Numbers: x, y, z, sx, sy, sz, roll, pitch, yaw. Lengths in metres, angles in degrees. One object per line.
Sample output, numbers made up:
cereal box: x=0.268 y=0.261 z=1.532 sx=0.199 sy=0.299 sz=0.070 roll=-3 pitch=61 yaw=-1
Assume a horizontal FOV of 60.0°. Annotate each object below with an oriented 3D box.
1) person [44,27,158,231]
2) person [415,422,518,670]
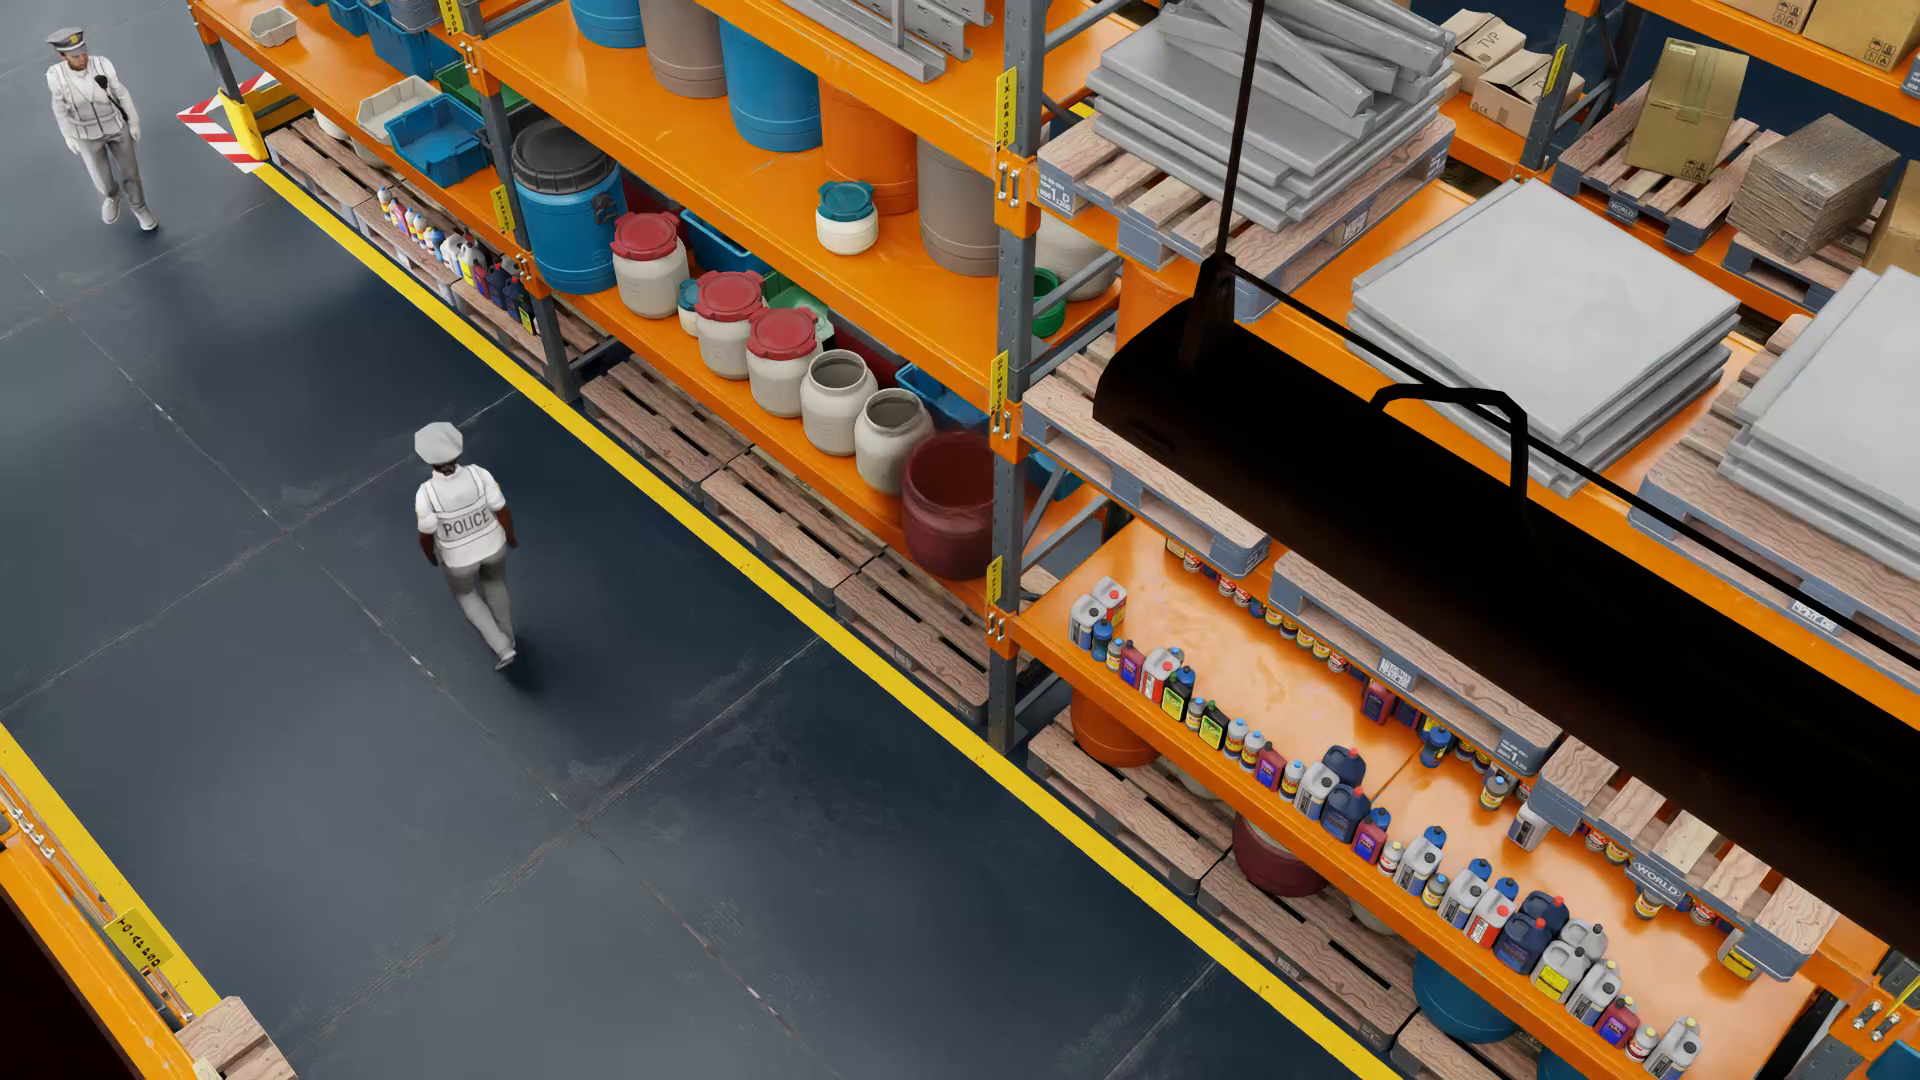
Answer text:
person: x=-6.052 y=-2.901 z=11.728 sx=0.523 sy=1.667 sz=0.462 roll=-28 pitch=55 yaw=-21
person: x=-2.680 y=0.098 z=9.244 sx=0.507 sy=1.654 sz=0.594 roll=-27 pitch=55 yaw=-21
